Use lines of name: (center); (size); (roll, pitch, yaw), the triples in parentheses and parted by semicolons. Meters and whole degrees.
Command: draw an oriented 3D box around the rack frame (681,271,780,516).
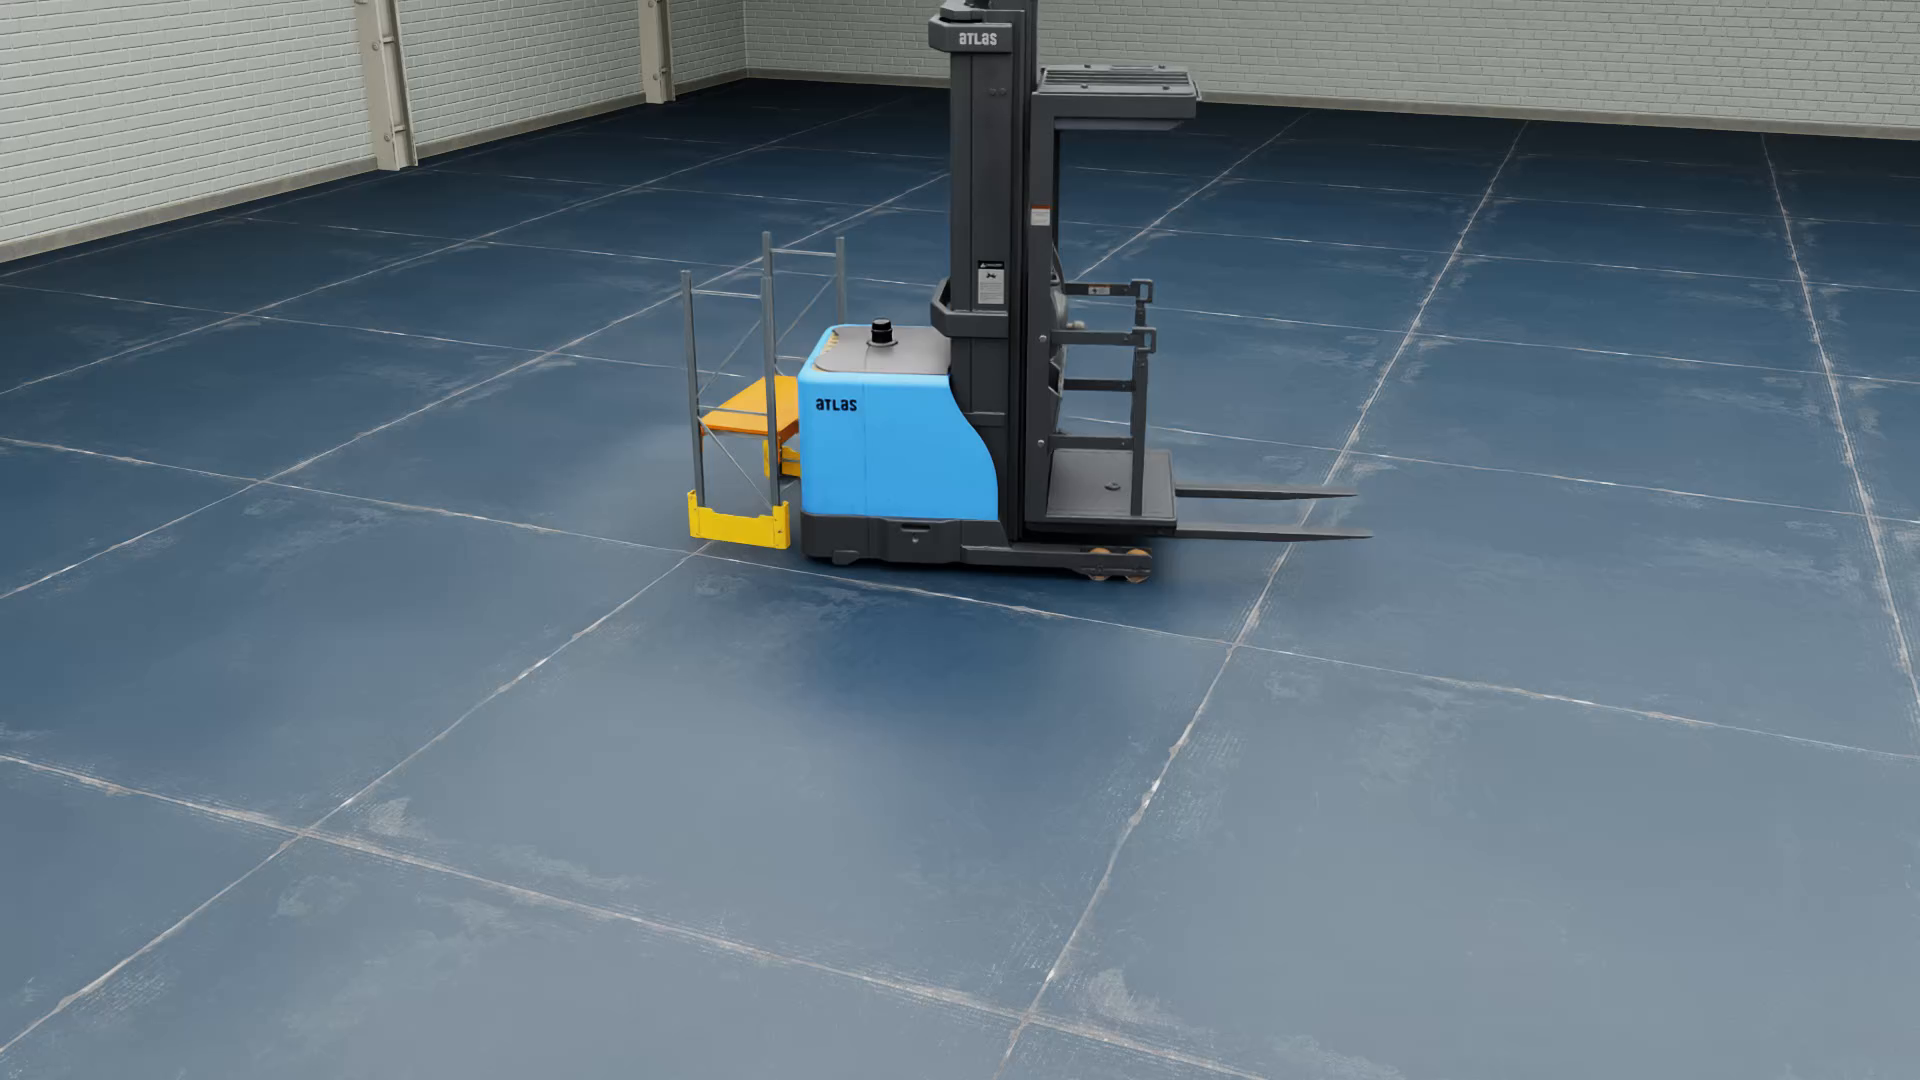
rack frame: (-1.224, -0.691, 8.959); (0.500, 1.500, 0.032); (7, 24, 17)

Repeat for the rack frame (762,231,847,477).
rack frame: (-0.903, -1.063, 9.849); (0.500, 1.500, 0.032); (7, 24, 17)

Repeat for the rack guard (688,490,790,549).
rack guard: (-1.223, -0.115, 9.201); (0.587, 0.250, 0.087); (7, 24, 17)

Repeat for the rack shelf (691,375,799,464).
rack shelf: (-1.063, -0.711, 9.473); (0.538, 0.185, 1.000); (7, 24, 17)

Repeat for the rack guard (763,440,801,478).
rack guard: (-0.909, -0.479, 10.073); (0.587, 0.250, 0.087); (7, 24, 17)

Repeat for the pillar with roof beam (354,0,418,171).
pillar with roof beam: (-2.762, -8.015, 16.763); (9.100, 9.000, 0.400); (9, 24, 20)

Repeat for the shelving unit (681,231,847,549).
shelving unit: (-1.066, -0.874, 9.396); (0.587, 1.500, 1.083); (7, 24, 17)

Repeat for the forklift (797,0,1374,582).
forklift: (0.692, -1.348, 8.675); (3.031, 2.935, 1.130); (2, 23, 5)

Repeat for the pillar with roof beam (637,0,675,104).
pillar with roof beam: (-0.534, -10.162, 21.904); (9.100, 9.000, 0.400); (9, 24, 20)
